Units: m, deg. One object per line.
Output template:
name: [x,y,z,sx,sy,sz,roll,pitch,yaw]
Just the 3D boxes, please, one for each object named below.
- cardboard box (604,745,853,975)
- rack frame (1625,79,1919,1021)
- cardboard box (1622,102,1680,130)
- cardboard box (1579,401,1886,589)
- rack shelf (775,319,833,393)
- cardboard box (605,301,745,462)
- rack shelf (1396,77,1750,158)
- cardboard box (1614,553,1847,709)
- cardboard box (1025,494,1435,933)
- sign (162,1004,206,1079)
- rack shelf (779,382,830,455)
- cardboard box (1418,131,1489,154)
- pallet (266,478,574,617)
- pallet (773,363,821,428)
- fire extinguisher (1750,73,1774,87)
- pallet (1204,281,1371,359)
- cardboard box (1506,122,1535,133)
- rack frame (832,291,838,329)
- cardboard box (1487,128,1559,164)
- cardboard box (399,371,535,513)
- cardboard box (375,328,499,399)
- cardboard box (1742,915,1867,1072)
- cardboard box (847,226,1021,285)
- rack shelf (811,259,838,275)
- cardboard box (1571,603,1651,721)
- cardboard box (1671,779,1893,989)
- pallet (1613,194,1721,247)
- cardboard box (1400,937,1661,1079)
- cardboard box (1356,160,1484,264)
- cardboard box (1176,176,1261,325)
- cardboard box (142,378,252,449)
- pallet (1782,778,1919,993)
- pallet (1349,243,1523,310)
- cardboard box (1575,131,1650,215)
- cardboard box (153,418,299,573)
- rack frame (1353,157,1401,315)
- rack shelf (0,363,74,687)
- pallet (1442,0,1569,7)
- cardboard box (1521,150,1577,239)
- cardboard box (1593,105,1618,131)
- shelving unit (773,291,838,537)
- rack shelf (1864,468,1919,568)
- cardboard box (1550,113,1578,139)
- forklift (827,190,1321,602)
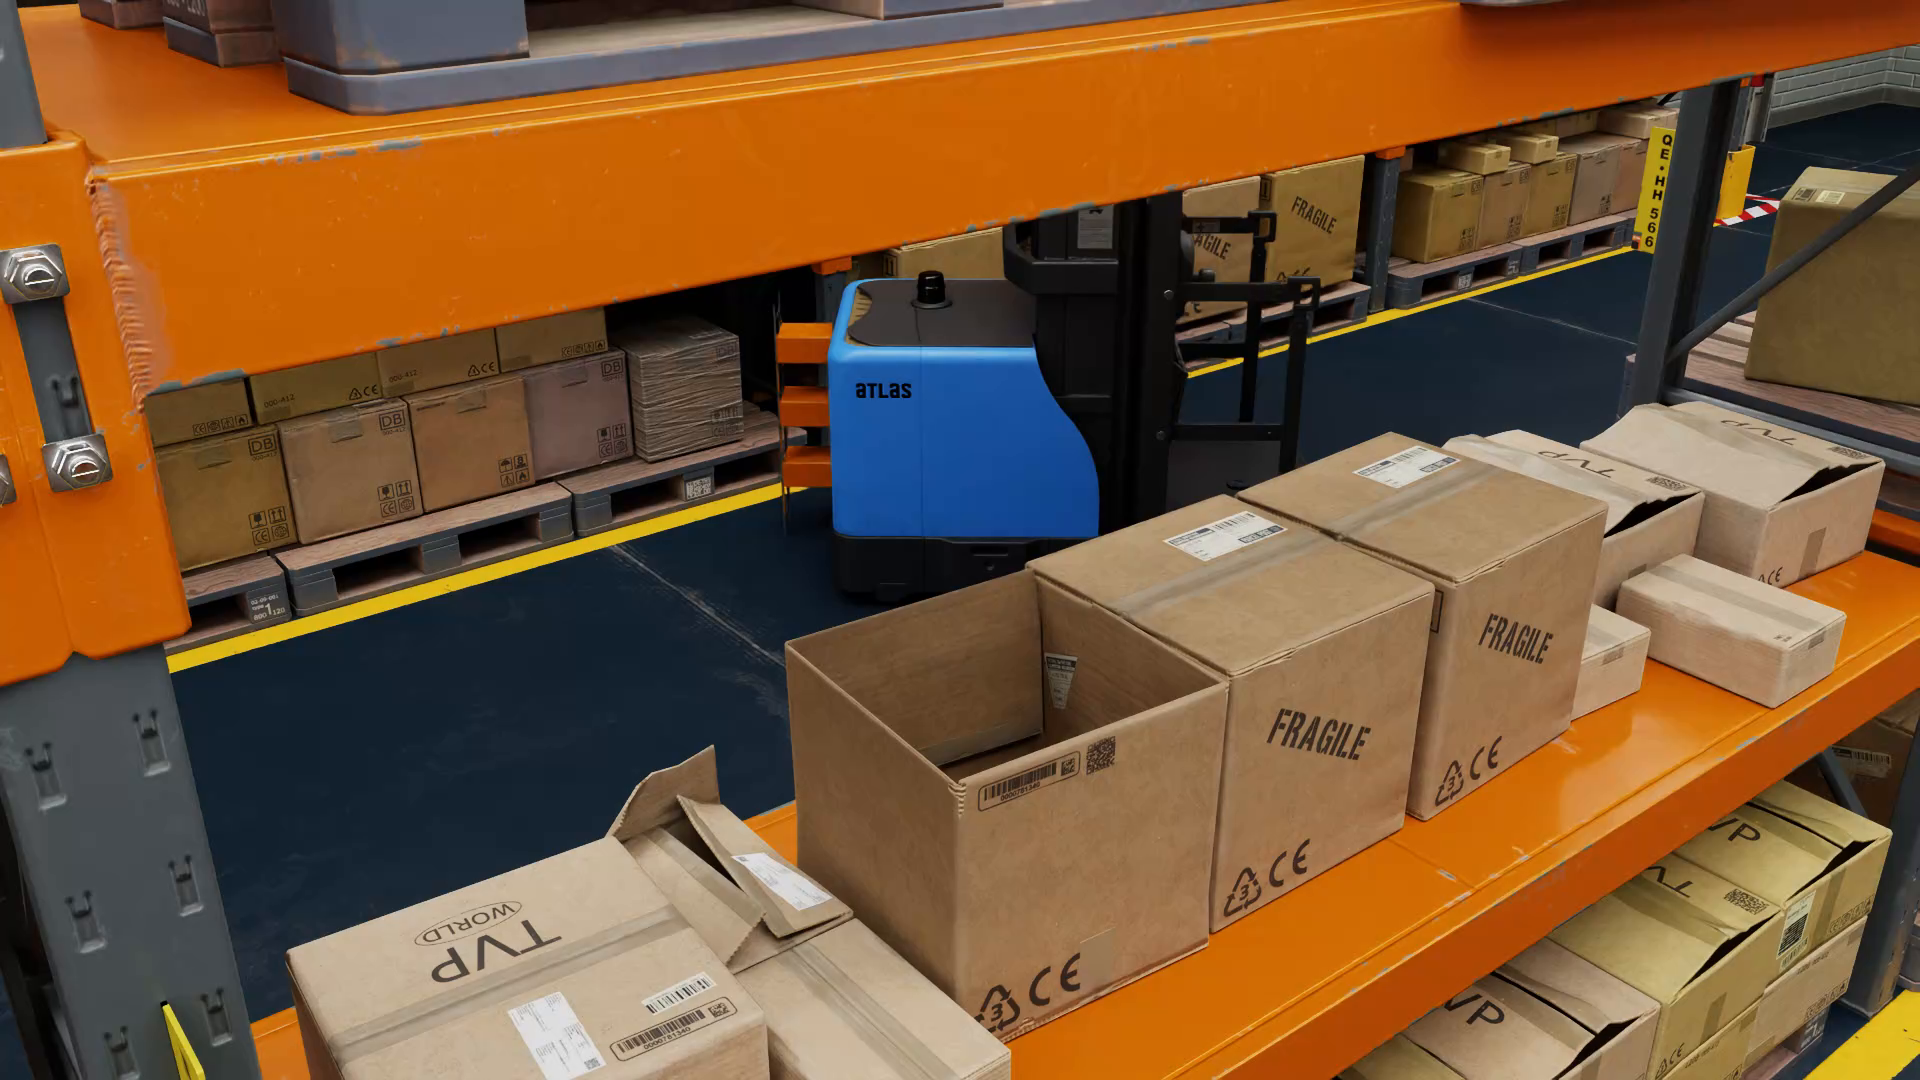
cardboard box: [-0.385,0.560,2.640,0.258,0.266,0.396,-19,31,-35]
rack frame: [2.184,-0.251,4.227,0.127,3.000,1.000,-18,31,-34]
cardboard box: [4.942,-3.011,11.875,0.250,0.149,0.380,-19,31,-35]
cardboard box: [1.871,-0.130,4.073,0.500,0.311,0.500,-16,29,-31]
rack shelf: [-0.644,-0.780,7.034,0.240,0.259,0.215,0,25,1]
cardboard box: [-1.410,-0.752,7.754,0.500,0.500,0.700,-18,30,-33]
rack shelf: [3.846,-3.123,11.270,4.000,0.370,1.077,-18,31,-34]
cardboard box: [1.647,0.188,3.579,0.250,0.149,0.380,-18,31,-34]
cardboard box: [0.459,0.282,2.960,0.500,0.500,0.500,-18,30,-34]
sign: [-0.620,0.543,1.394,0.005,0.325,0.100,-18,31,-34]
rack shelf: [-0.644,-0.522,7.154,0.240,0.259,0.215,0,25,1]
cardboard box: [3.307,-2.675,11.151,0.250,0.149,0.380,-19,31,-36]
pallet: [-2.451,-0.108,7.232,1.213,0.211,1.003,-18,31,-34]
pallet: [-0.209,-0.806,8.735,1.213,0.211,1.003,-18,31,-34]
fire extinguisher: [5.823,-3.651,12.088,0.183,0.674,0.296,-18,31,-34]
pallet: [1.711,-1.440,10.101,1.213,0.211,1.003,-18,31,-34]
cardboard box: [3.709,-2.808,11.437,0.250,0.149,0.380,-19,31,-35]
rack frame: [-0.522,-0.532,7.148,0.008,1.050,0.200,0,25,1]
cardboard box: [3.716,-2.605,11.000,0.250,0.149,0.380,-19,31,-35]
cardboard box: [-2.261,-0.518,7.250,0.500,0.500,0.700,-18,31,-34]
cardboard box: [-2.299,-0.830,7.031,0.500,0.250,0.500,-18,31,-34]
cardboard box: [1.920,1.024,4.249,0.500,0.250,0.500,-17,30,-33]
cardboard box: [-0.216,-1.254,8.443,0.750,0.750,0.750,-19,31,-35]
rack shelf: [-2.450,-1.045,6.793,4.000,0.370,1.077,-18,31,-34]
cardboard box: [1.215,0.213,3.526,0.250,0.149,0.380,-16,29,-30]
cardboard box: [1.924,0.769,4.130,0.500,0.311,0.500,-17,30,-33]
pallet: [4.839,-2.470,12.322,1.213,0.211,1.003,-18,31,-34]
cardboard box: [1.120,1.037,3.554,0.500,0.311,0.500,-18,31,-34]
cardboard box: [2.924,-2.147,10.783,0.500,0.500,0.700,-18,30,-33]
cardboard box: [1.143,-1.701,9.408,0.750,0.750,0.750,-17,30,-33]
cardboard box: [-3.110,-0.570,6.470,0.500,0.250,0.500,-19,31,-35]
pallet: [2.795,0.833,5.205,1.213,0.211,1.003,-18,31,-34]
pallet: [2.918,-1.837,10.956,1.213,0.211,1.003,-18,31,-34]
cardboard box: [4.537,-2.681,11.933,0.500,0.500,0.700,-18,31,-34]
cardboard box: [-3.079,-0.265,6.704,0.500,0.500,0.700,-19,31,-35]
rack frame: [2.272,-2.930,10.000,0.127,3.000,1.000,-18,31,-34]
rack shelf: [-2.538,0.274,0.389,4.000,0.370,1.077,-18,31,-34]
pallet: [0.827,-1.028,2.564,1.213,0.211,1.003,-17,30,-32]
cardboard box: [3.726,-2.409,11.347,0.500,0.500,0.700,-17,30,-33]
cardboard box: [4.507,-3.072,12.005,0.250,0.149,0.380,-18,30,-34]
shelving unit: [-0.644,-0.532,7.149,0.252,1.050,0.215,0,25,1]
rack shelf: [3.758,-0.444,5.498,4.000,0.370,1.077,-18,31,-34]
cardboard box: [4.110,-2.940,11.723,0.250,0.149,0.380,-18,30,-33]
forklift: [1.001,-1.270,6.504,3.031,2.935,1.130,0,25,1]
